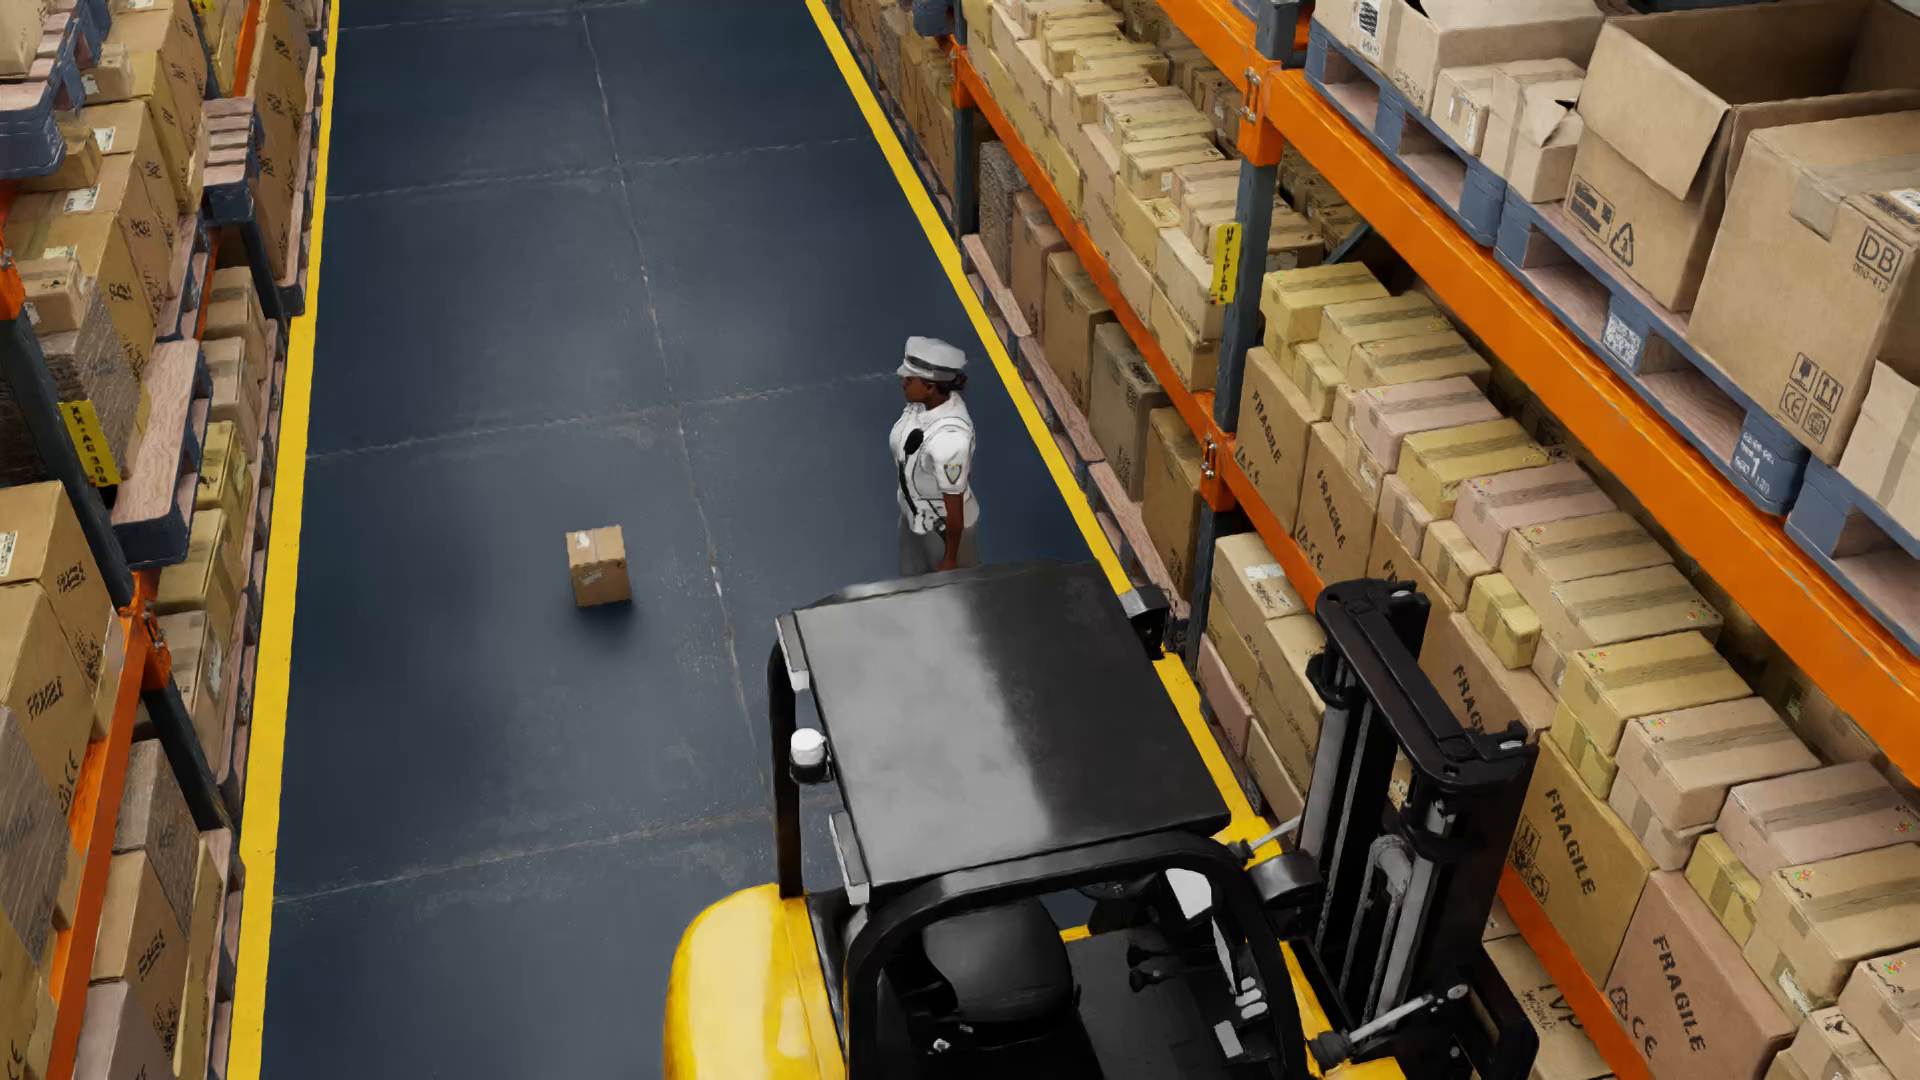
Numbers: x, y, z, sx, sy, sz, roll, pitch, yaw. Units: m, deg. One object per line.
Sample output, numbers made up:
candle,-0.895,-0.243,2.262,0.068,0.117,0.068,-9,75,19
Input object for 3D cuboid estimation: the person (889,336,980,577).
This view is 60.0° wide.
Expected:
person,-0.117,-0.100,6.804,0.579,1.664,0.657,-12,40,-15
